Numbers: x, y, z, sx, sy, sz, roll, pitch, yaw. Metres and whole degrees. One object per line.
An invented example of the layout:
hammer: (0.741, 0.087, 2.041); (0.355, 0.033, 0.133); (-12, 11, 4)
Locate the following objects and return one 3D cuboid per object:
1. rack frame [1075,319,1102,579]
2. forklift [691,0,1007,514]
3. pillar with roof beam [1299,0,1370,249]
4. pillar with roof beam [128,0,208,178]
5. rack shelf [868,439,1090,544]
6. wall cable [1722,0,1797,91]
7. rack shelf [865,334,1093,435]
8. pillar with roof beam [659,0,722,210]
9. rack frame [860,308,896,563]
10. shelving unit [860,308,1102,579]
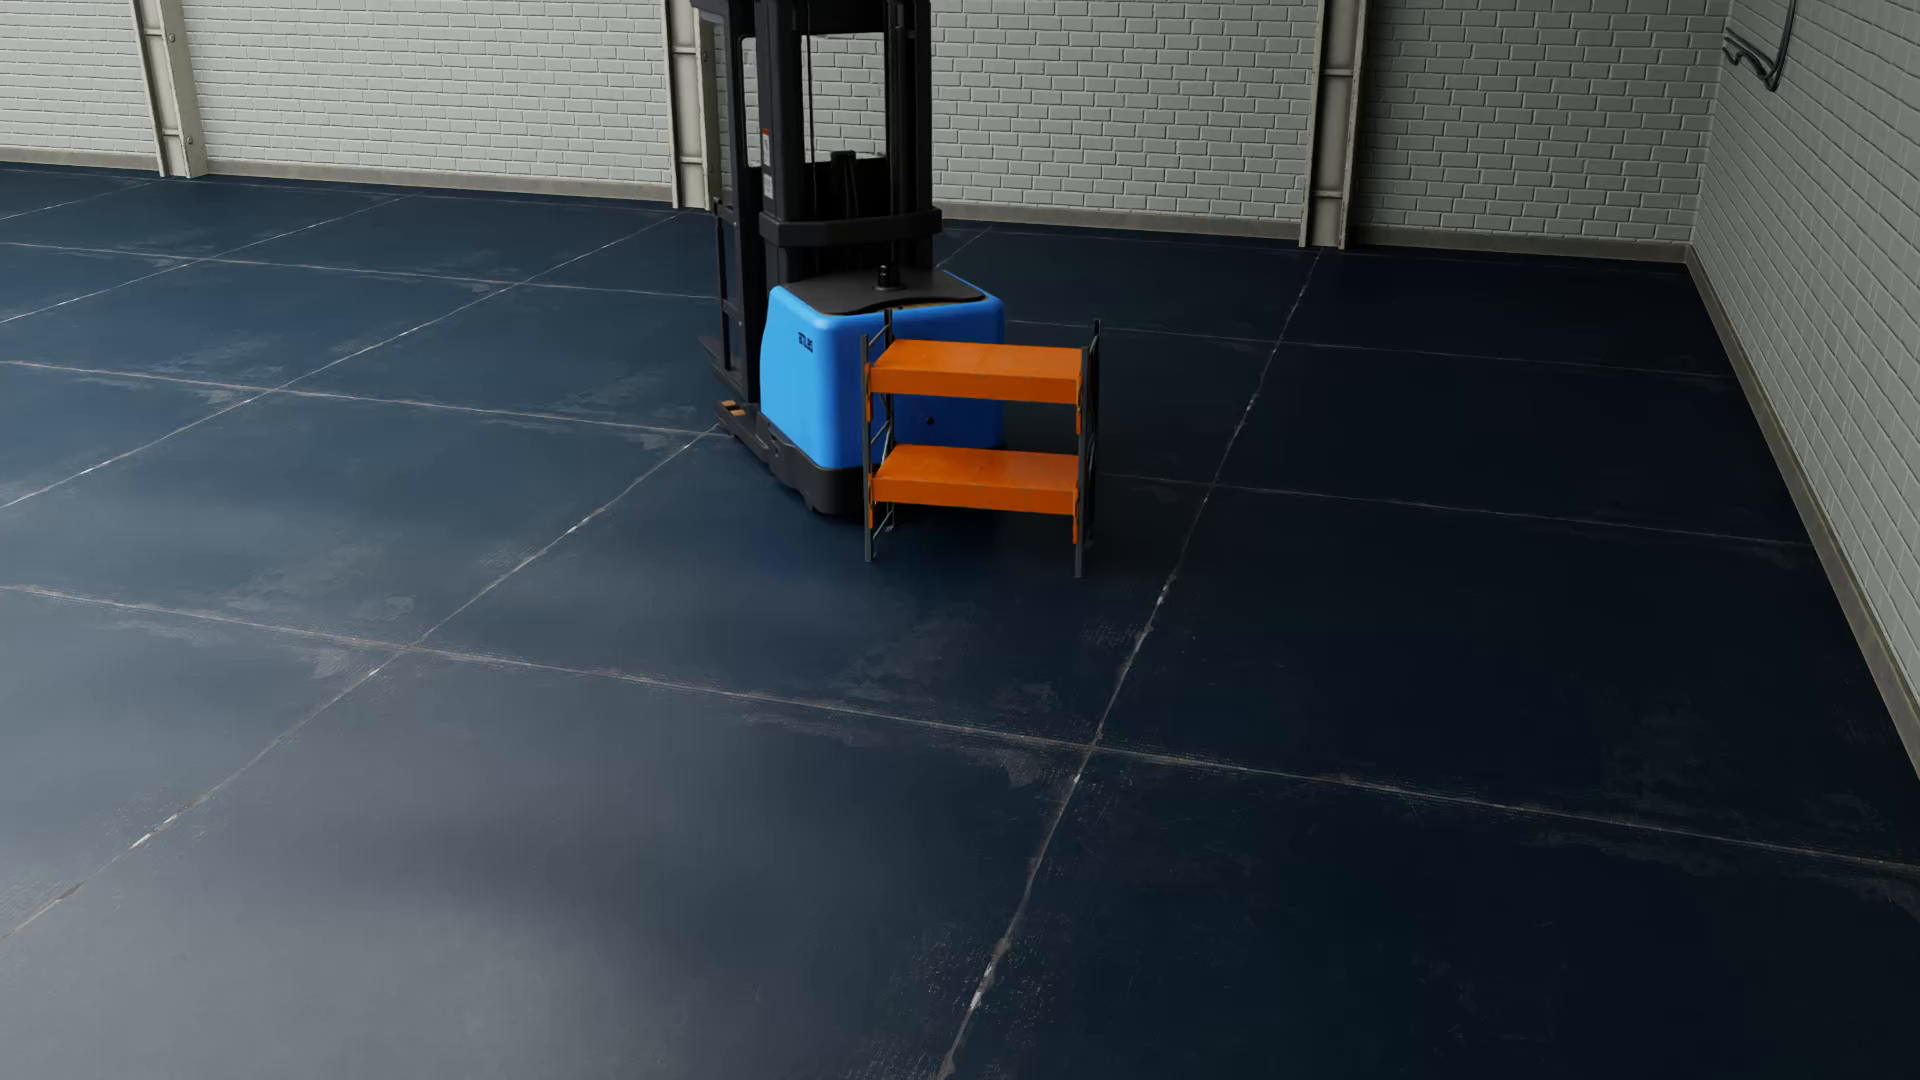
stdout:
rack frame: (0.605, -0.430, 7.837); (0.032, 1.125, 0.500); (4, 23, 10)
forklift: (-0.810, -2.011, 9.310); (1.130, 2.935, 3.031); (-9, 24, -22)
pillar with roof beam: (1.949, -5.195, 9.078); (0.400, 9.000, 9.100); (7, 23, 16)
pillar with roof beam: (-9.539, -6.511, 12.285); (0.400, 9.000, 9.100); (7, 23, 16)
rack shelf: (0.106, -0.242, 8.022); (1.000, 0.278, 0.538); (4, 23, 10)
wall cable: (5.631, -4.519, 11.522); (0.112, 2.526, 3.097); (7, 23, 16)
rack shelf: (0.106, -0.739, 7.818); (1.000, 0.278, 0.538); (4, 23, 10)
pillar with roof beam: (-3.795, -5.853, 10.682); (0.400, 9.000, 9.100); (7, 23, 16)
rack frame: (-0.392, -0.506, 8.021); (0.032, 1.125, 0.500); (4, 23, 10)
shelving unit: (0.106, -0.468, 7.929); (1.048, 1.125, 0.538); (4, 23, 10)
